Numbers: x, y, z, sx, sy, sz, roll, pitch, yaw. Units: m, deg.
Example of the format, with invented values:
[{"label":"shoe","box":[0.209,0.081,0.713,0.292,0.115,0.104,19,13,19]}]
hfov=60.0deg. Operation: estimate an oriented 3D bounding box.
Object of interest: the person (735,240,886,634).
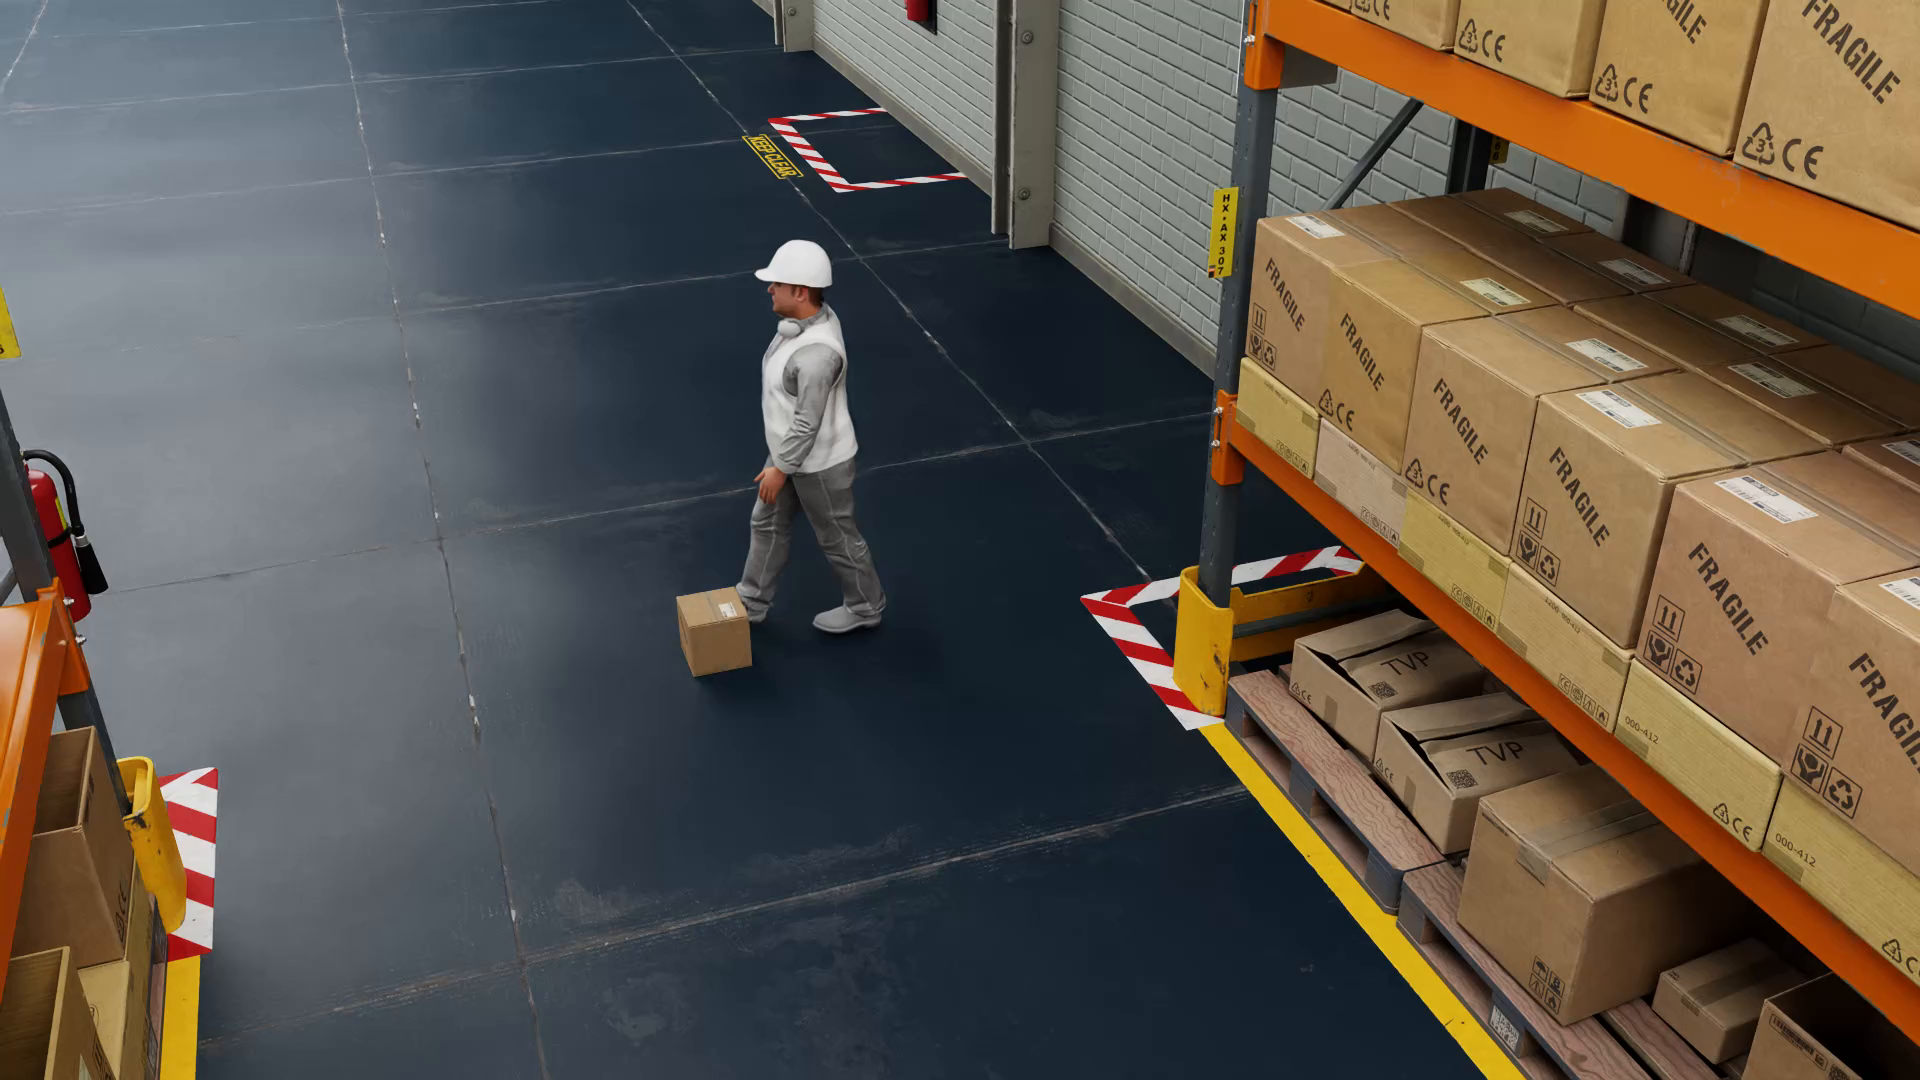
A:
[{"label":"person","box":[-0.700,-0.355,6.691,0.799,1.753,0.565,-7,30,-13]}]
